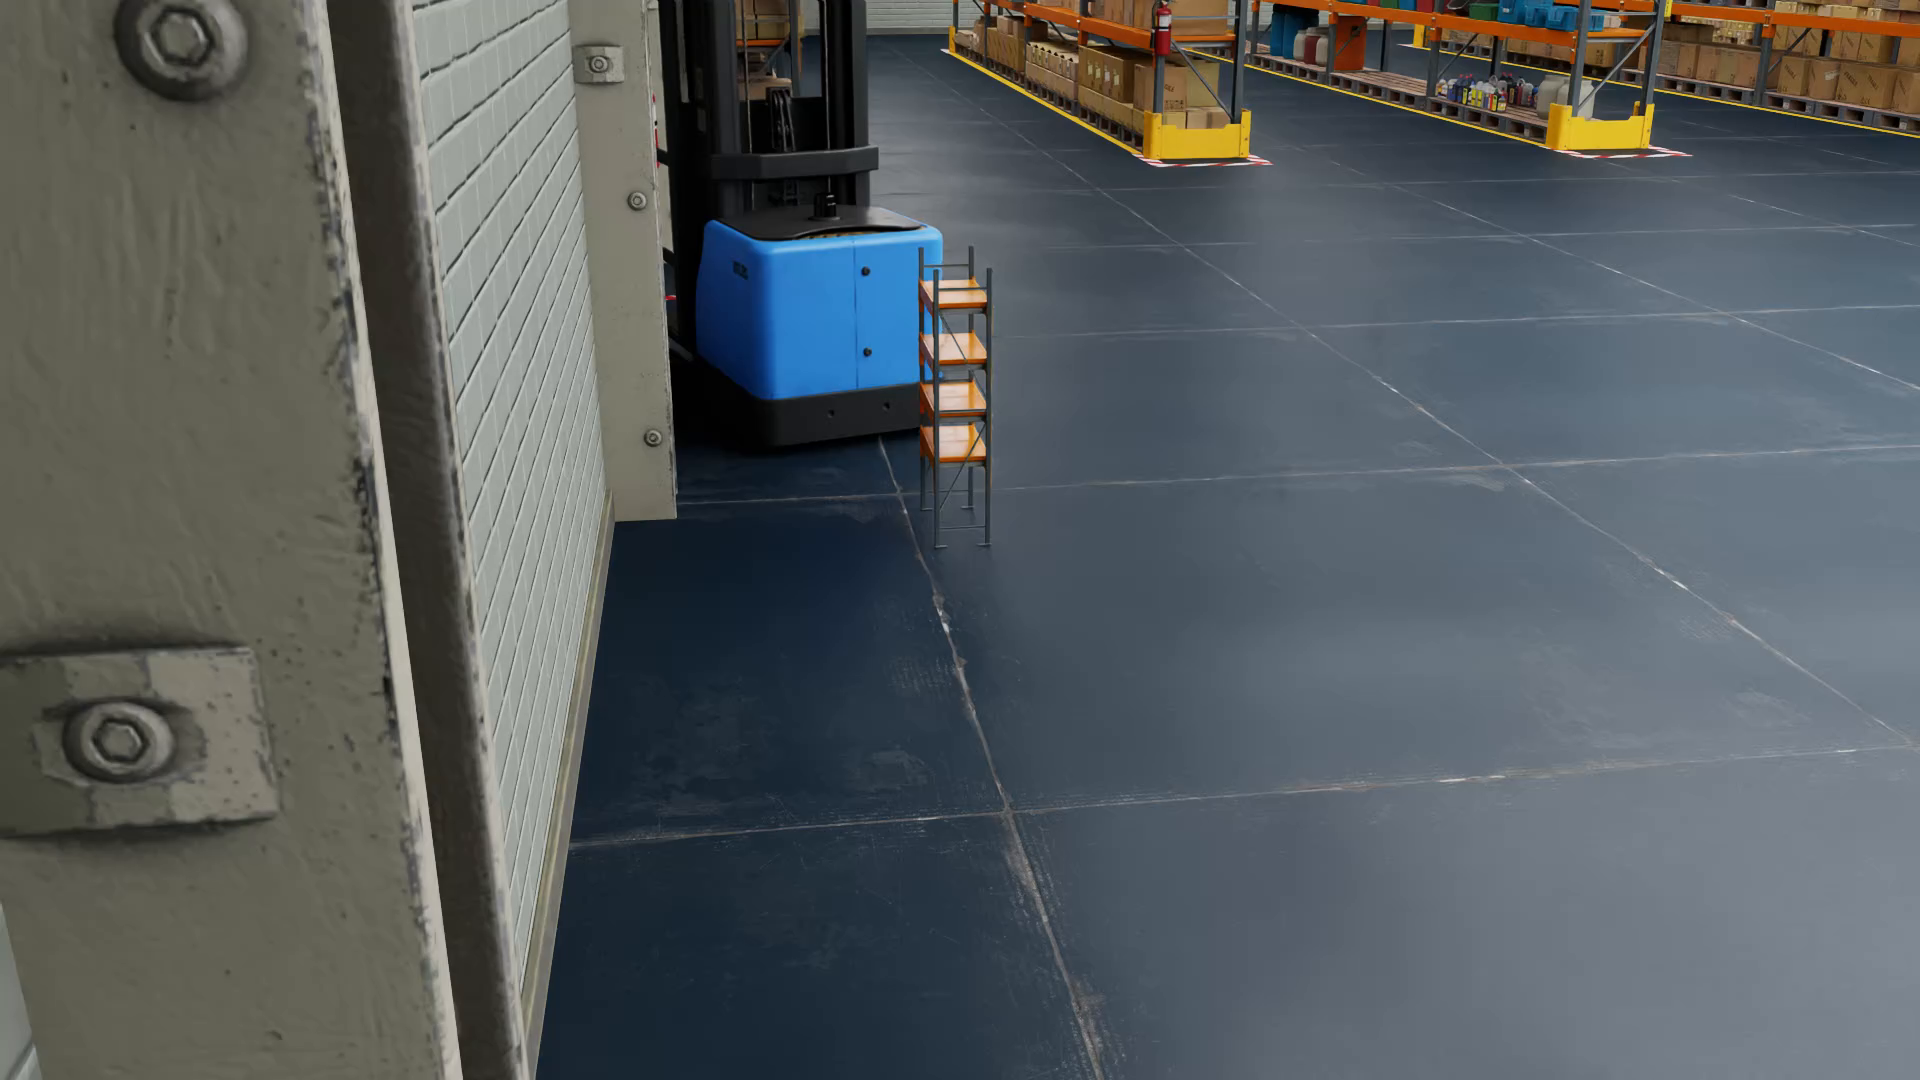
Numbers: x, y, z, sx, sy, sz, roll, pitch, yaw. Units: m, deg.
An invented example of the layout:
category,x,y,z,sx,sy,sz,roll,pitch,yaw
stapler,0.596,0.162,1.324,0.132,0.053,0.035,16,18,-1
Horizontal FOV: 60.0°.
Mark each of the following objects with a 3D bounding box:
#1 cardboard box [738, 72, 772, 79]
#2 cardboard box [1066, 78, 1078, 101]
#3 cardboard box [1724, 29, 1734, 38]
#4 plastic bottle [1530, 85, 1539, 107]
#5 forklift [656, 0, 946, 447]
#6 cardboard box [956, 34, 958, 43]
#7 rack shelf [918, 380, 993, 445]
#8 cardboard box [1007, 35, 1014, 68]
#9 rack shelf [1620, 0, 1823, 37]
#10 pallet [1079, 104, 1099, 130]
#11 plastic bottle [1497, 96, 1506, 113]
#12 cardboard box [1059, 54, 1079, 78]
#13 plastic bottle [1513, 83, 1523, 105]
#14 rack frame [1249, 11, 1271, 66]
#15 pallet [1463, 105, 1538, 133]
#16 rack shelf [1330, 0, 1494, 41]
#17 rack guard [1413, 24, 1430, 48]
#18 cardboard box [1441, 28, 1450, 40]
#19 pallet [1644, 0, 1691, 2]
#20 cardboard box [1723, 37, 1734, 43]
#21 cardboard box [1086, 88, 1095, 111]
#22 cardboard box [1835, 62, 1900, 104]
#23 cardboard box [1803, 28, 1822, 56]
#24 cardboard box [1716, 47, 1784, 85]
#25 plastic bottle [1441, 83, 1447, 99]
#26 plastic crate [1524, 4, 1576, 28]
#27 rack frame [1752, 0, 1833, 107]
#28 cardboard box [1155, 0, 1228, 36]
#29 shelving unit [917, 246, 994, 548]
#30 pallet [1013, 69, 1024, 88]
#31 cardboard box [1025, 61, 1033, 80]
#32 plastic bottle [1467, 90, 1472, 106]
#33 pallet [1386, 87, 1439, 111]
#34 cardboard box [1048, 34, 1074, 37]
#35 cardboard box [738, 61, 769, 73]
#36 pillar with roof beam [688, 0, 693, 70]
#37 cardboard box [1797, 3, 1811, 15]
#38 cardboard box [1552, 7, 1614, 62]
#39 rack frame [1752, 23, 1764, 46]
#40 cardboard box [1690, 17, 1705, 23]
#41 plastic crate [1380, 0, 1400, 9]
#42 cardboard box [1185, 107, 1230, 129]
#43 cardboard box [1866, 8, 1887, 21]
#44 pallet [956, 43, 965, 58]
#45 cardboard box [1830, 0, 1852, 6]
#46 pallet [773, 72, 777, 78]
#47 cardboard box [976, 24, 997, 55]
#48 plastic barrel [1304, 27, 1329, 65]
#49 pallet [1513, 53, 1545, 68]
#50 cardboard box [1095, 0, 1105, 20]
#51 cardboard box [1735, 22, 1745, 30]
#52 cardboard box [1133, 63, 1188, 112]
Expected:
category,x,y,z,sx,sy,sz,roll,pitch,yaw
cardboard box,-2.617,-5.581,20.817,0.500,0.500,0.500,-4,21,-12
cardboard box,1.749,-6.192,22.838,0.500,0.250,0.500,-3,21,-8
cardboard box,15.201,-9.917,32.529,0.380,0.149,0.250,-4,21,-10
plastic bottle,7.528,-5.813,21.764,0.097,0.271,0.097,0,20,0
forklift,-1.159,-2.312,9.216,1.130,2.935,3.031,-9,22,-24
cardboard box,0.122,-9.940,32.962,0.380,0.166,0.250,-3,21,-8
rack shelf,-0.024,-0.556,7.183,0.258,0.148,0.480,-3,21,-8
cardboard box,1.077,-8.066,27.469,0.500,0.500,0.500,-4,21,-10
rack shelf,11.610,-8.009,25.400,1.077,0.370,4.000,-3,21,-8
pallet,2.168,-5.571,21.830,1.003,0.211,1.213,-3,21,-8
plastic bottle,6.876,-5.527,21.099,0.097,0.201,0.097,0,20,0
cardboard box,1.672,-6.632,23.213,0.500,0.311,0.500,-2,21,-6
plastic bottle,7.364,-5.888,21.948,0.061,0.283,0.133,-3,21,-8
rack frame,5.844,-10.173,30.167,1.000,3.000,0.127,-3,21,-8
pallet,7.232,-5.439,21.477,1.003,0.211,1.213,-3,21,-8
rack shelf,6.709,-7.759,24.731,1.077,0.370,4.000,-3,21,-8
rack guard,10.165,-10.645,35.003,1.175,0.500,0.348,-3,21,-8
cardboard box,10.340,-10.792,34.260,0.875,0.875,0.875,-3,21,-8
pallet,11.530,-8.707,26.515,1.213,0.211,1.003,-3,21,-8
cardboard box,15.218,-9.800,32.643,0.380,0.149,0.250,-4,21,-10
cardboard box,1.929,-5.714,21.558,0.500,0.250,0.500,-3,21,-8
cardboard box,12.174,-6.129,22.313,0.500,0.500,0.500,-5,21,-13
cardboard box,15.679,-9.031,30.081,0.500,0.500,0.500,-3,21,-7
cardboard box,11.781,-7.068,24.797,0.700,0.500,0.500,-3,21,-8
plastic bottle,6.624,-6.131,22.715,0.097,0.201,0.097,0,20,0
plastic crate,7.118,-6.332,20.095,0.499,0.251,0.408,-3,21,-8
rack frame,11.899,-7.653,23.420,1.000,3.000,0.127,-3,21,-8
cardboard box,2.617,-5.979,18.794,0.700,0.500,0.500,-3,21,-8
shelving unit,-0.024,-0.619,7.160,0.258,1.200,0.503,-3,21,-8
pallet,1.448,-7.494,26.979,1.003,0.211,1.213,-3,21,-8
cardboard box,1.304,-7.252,25.676,0.500,0.250,0.500,-3,21,-8
plastic bottle,6.748,-5.834,21.919,0.097,0.201,0.097,0,20,0
pallet,6.846,-6.367,23.962,1.003,0.211,1.213,-3,21,-8
cardboard box,1.588,-8.102,27.565,0.500,0.500,0.500,-3,21,-8
cardboard box,-2.929,-6.193,22.454,0.700,0.500,0.500,-2,21,-6
pillar with roof beam,-0.656,-12.900,28.893,9.100,9.000,0.400,-3,21,-8
cardboard box,11.719,-7.273,22.762,0.380,0.149,0.250,-3,21,-8
cardboard box,11.122,-8.788,28.896,1.225,0.875,0.875,-3,21,-8
rack frame,15.668,-10.638,31.412,1.000,3.000,0.127,-3,21,-8
cardboard box,15.040,-10.510,33.692,0.380,0.149,0.250,-3,21,-7
plastic crate,6.467,-7.893,24.364,0.450,0.188,0.662,-3,21,-8
cardboard box,2.815,-4.875,19.312,0.500,0.250,0.500,-3,21,-8
cardboard box,11.910,-6.753,21.368,0.380,0.149,0.250,-3,21,-8
pallet,0.492,-9.701,32.888,1.003,0.211,1.213,-3,21,-8
cardboard box,12.111,-7.337,22.007,0.875,0.500,0.500,-3,21,-8
pallet,-3.422,-7.259,26.350,1.003,0.211,1.213,-3,21,-8
cardboard box,0.579,-9.143,30.352,0.500,0.500,0.500,-3,21,-8
plastic barrel,6.171,-8.415,28.305,0.600,0.588,0.708,-3,21,-8
pallet,10.931,-8.853,30.619,1.003,0.211,1.213,-3,21,-8
cardboard box,2.165,-7.048,21.657,0.700,0.500,0.500,-3,21,-9
cardboard box,15.283,-9.975,32.259,0.380,0.149,0.250,-3,21,-7
cardboard box,2.300,-5.200,19.111,0.500,0.500,0.500,-3,21,-8
